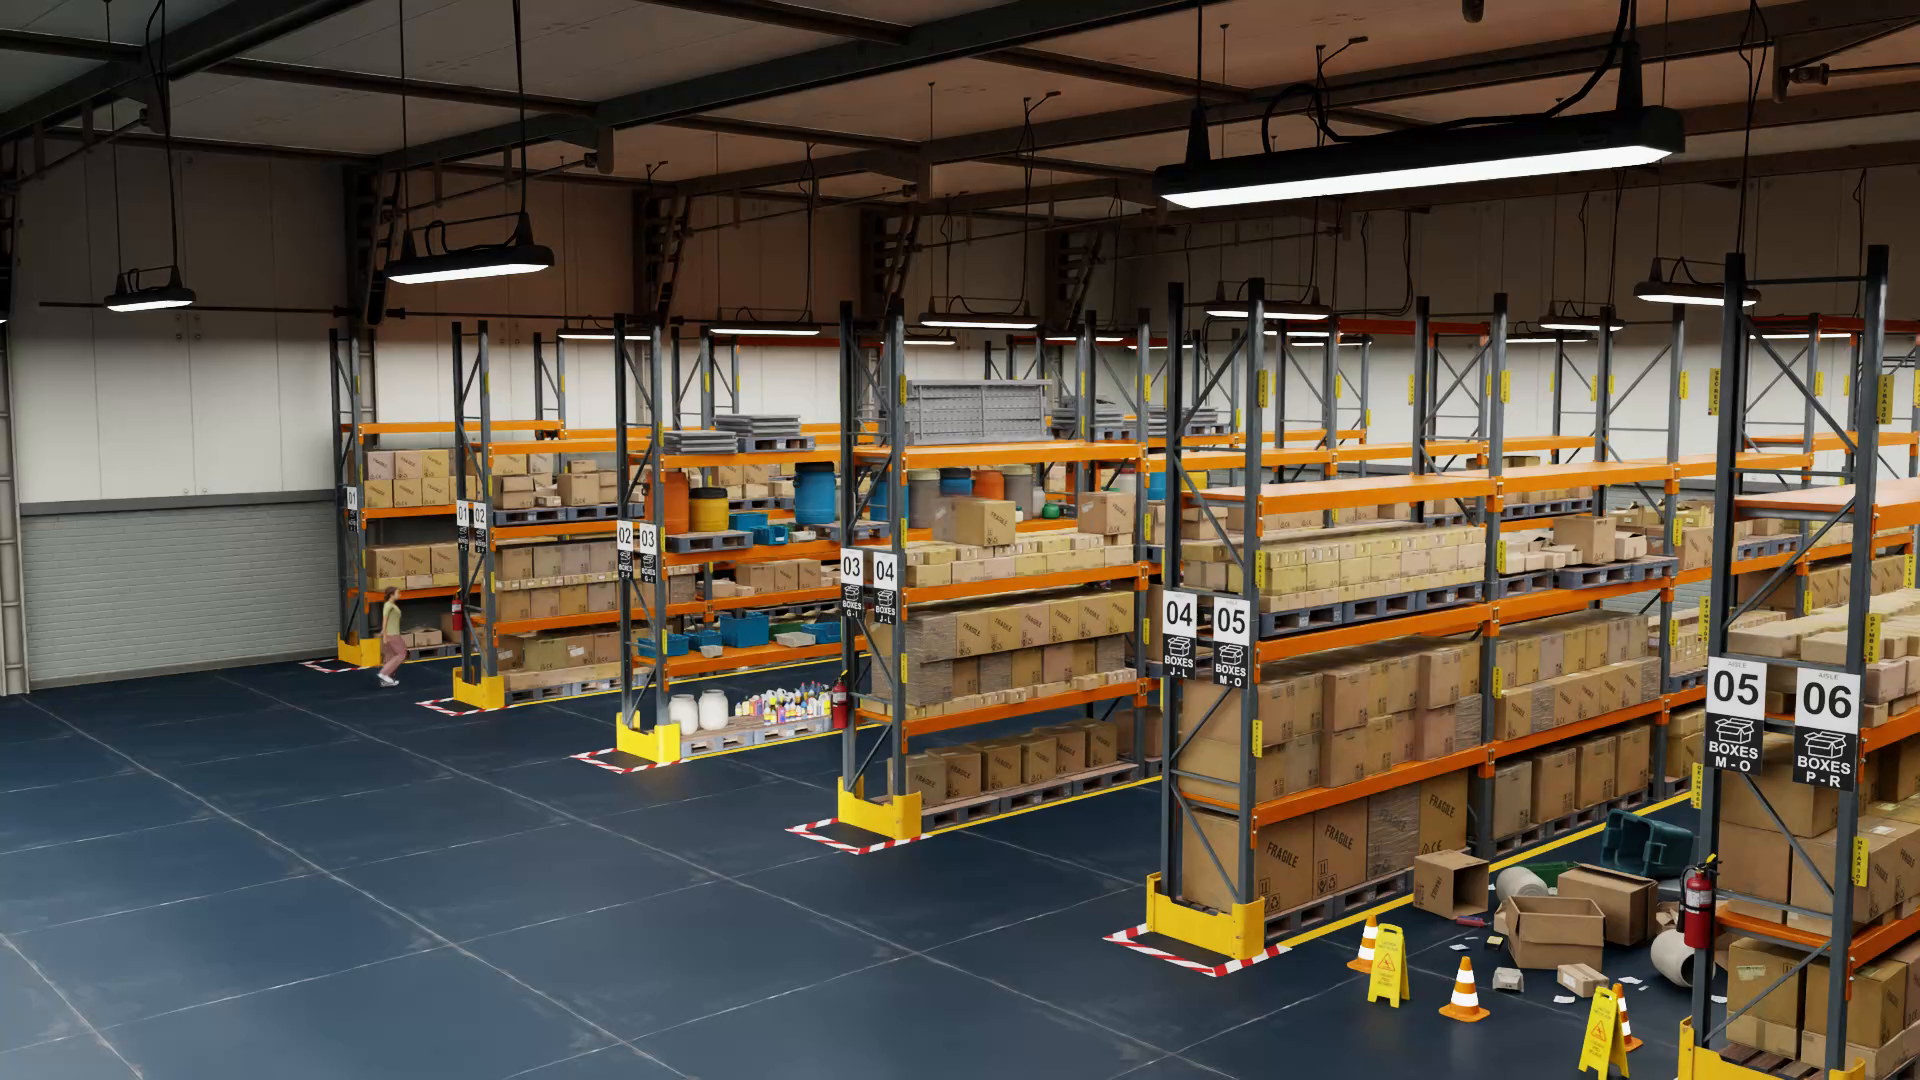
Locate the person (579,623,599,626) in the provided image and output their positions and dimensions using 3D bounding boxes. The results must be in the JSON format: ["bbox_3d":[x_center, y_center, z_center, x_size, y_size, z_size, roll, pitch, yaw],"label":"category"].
[{"bbox_3d":[-6.588,1.510,29.235,0.404,1.520,0.964,5,7,39],"label":"person"}]

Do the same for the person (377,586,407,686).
[{"bbox_3d":[-9.482,1.598,27.678,0.441,1.660,0.514,-3,7,-32],"label":"person"}]
